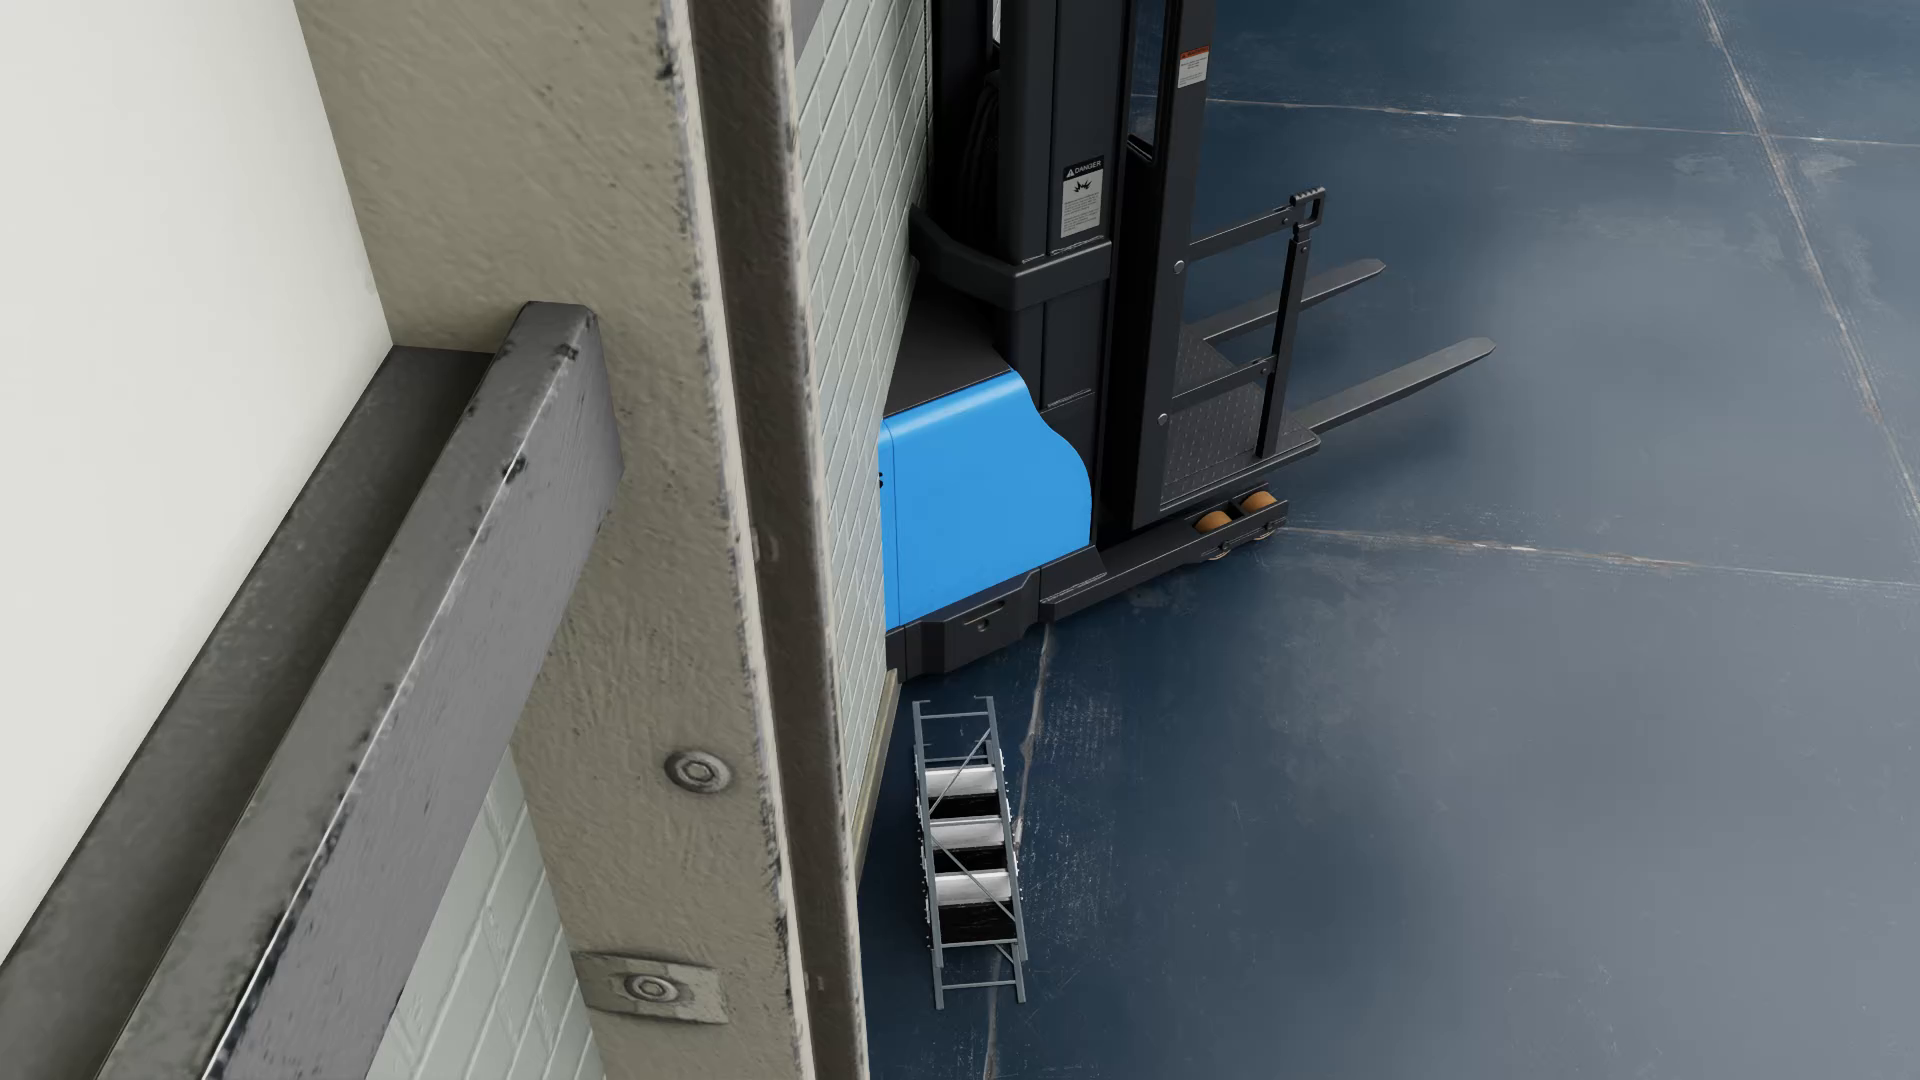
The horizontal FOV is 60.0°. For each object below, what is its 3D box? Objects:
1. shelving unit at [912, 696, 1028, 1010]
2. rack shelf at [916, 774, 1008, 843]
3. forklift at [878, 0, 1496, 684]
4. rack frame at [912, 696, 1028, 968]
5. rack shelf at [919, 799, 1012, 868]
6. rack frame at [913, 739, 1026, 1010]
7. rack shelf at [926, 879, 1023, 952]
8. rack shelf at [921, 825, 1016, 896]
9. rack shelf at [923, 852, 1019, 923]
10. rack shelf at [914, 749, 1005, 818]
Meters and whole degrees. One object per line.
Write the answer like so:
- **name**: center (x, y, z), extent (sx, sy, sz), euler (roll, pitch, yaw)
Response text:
- **shelving unit**: center (0.017, 0.857, 4.686), extent (0.258, 0.210, 0.900), euler (-3, 44, -4)
- **rack shelf**: center (0.006, 0.772, 4.775), extent (0.258, 0.200, 0.077), euler (-3, 44, -4)
- **forklift**: center (0.533, -1.286, 4.976), extent (3.031, 2.935, 1.130), euler (-23, 48, -22)
- **rack frame**: center (0.017, 0.784, 4.616), extent (0.240, 0.006, 0.900), euler (-3, 44, -4)
- **rack shelf**: center (0.014, 0.834, 4.710), extent (0.258, 0.200, 0.077), euler (-3, 44, -4)
- **rack frame**: center (0.017, 0.930, 4.757), extent (0.240, 0.006, 0.900), euler (-3, 44, -4)
- **rack shelf**: center (0.038, 1.021, 4.517), extent (0.258, 0.200, 0.077), euler (-3, 44, -4)
- **rack shelf**: center (0.022, 0.896, 4.646), extent (0.258, 0.200, 0.077), euler (-3, 44, -4)
- **rack shelf**: center (0.030, 0.959, 4.581), extent (0.258, 0.200, 0.077), euler (-3, 44, -4)
- **rack shelf**: center (-0.002, 0.710, 4.839), extent (0.258, 0.200, 0.077), euler (-3, 44, -4)
